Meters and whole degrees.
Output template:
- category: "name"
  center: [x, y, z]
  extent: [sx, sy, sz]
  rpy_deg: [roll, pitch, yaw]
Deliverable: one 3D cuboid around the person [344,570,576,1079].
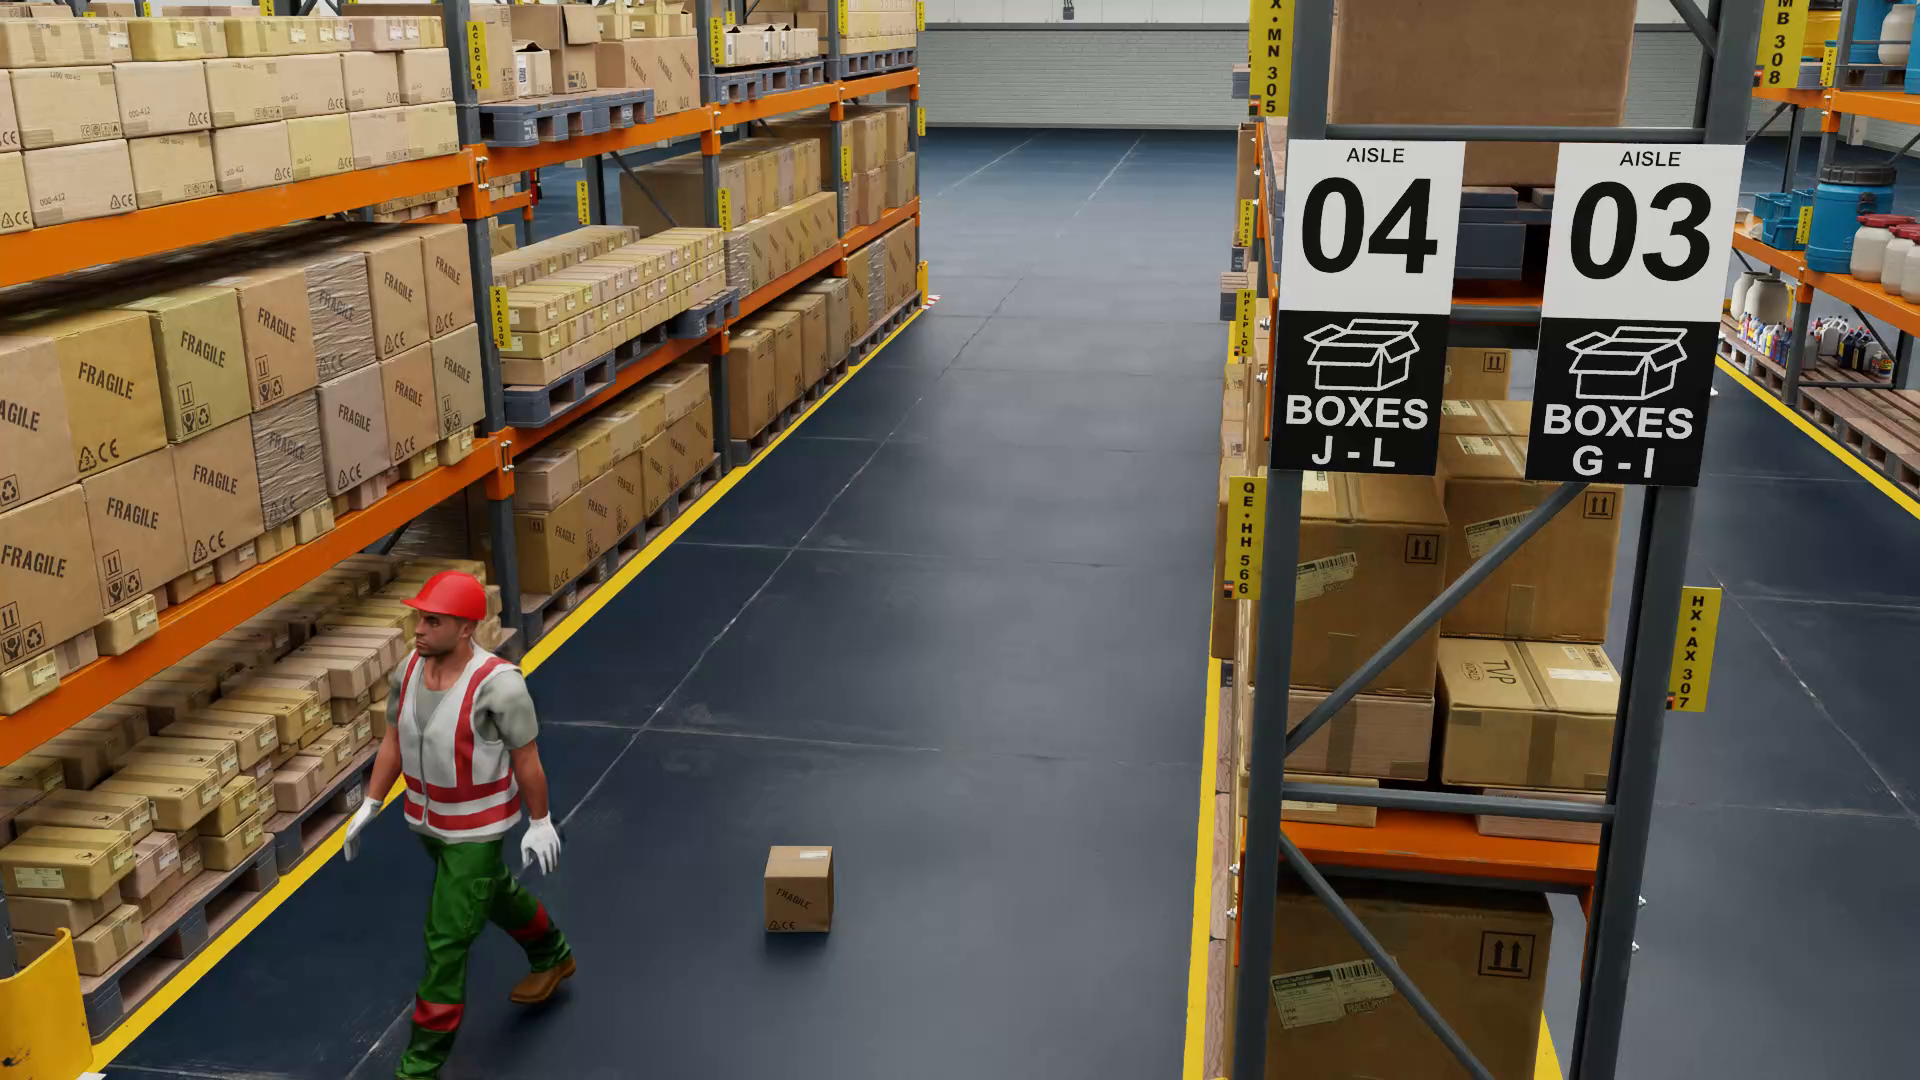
- category: "person"
  center: [-1.720, 0.947, 5.536]
  extent: [0.605, 1.739, 1.050]
  rpy_deg: [11, 21, 32]
